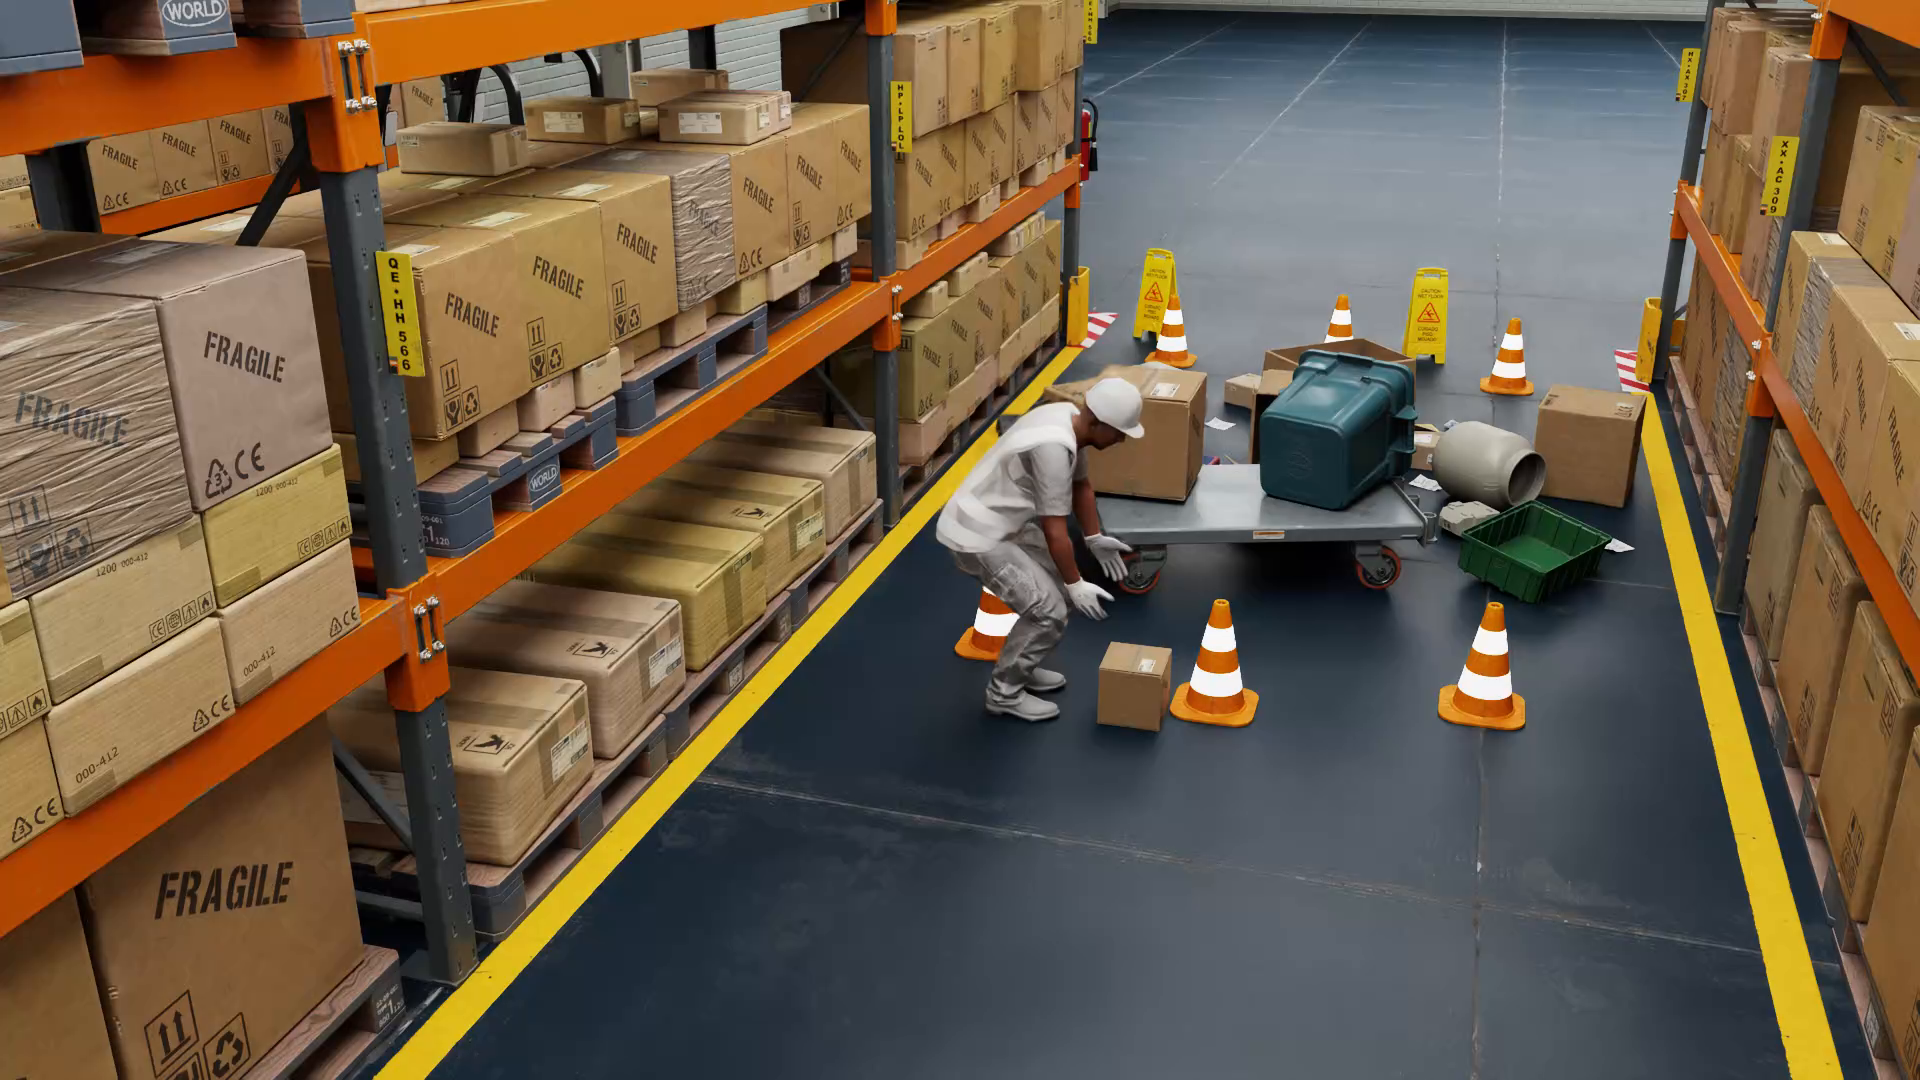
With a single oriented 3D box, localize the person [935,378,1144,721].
[{"bbox_3d":[0.316,0.002,6.603,0.789,1.380,0.613,6,22,15],"label":"person"}]
